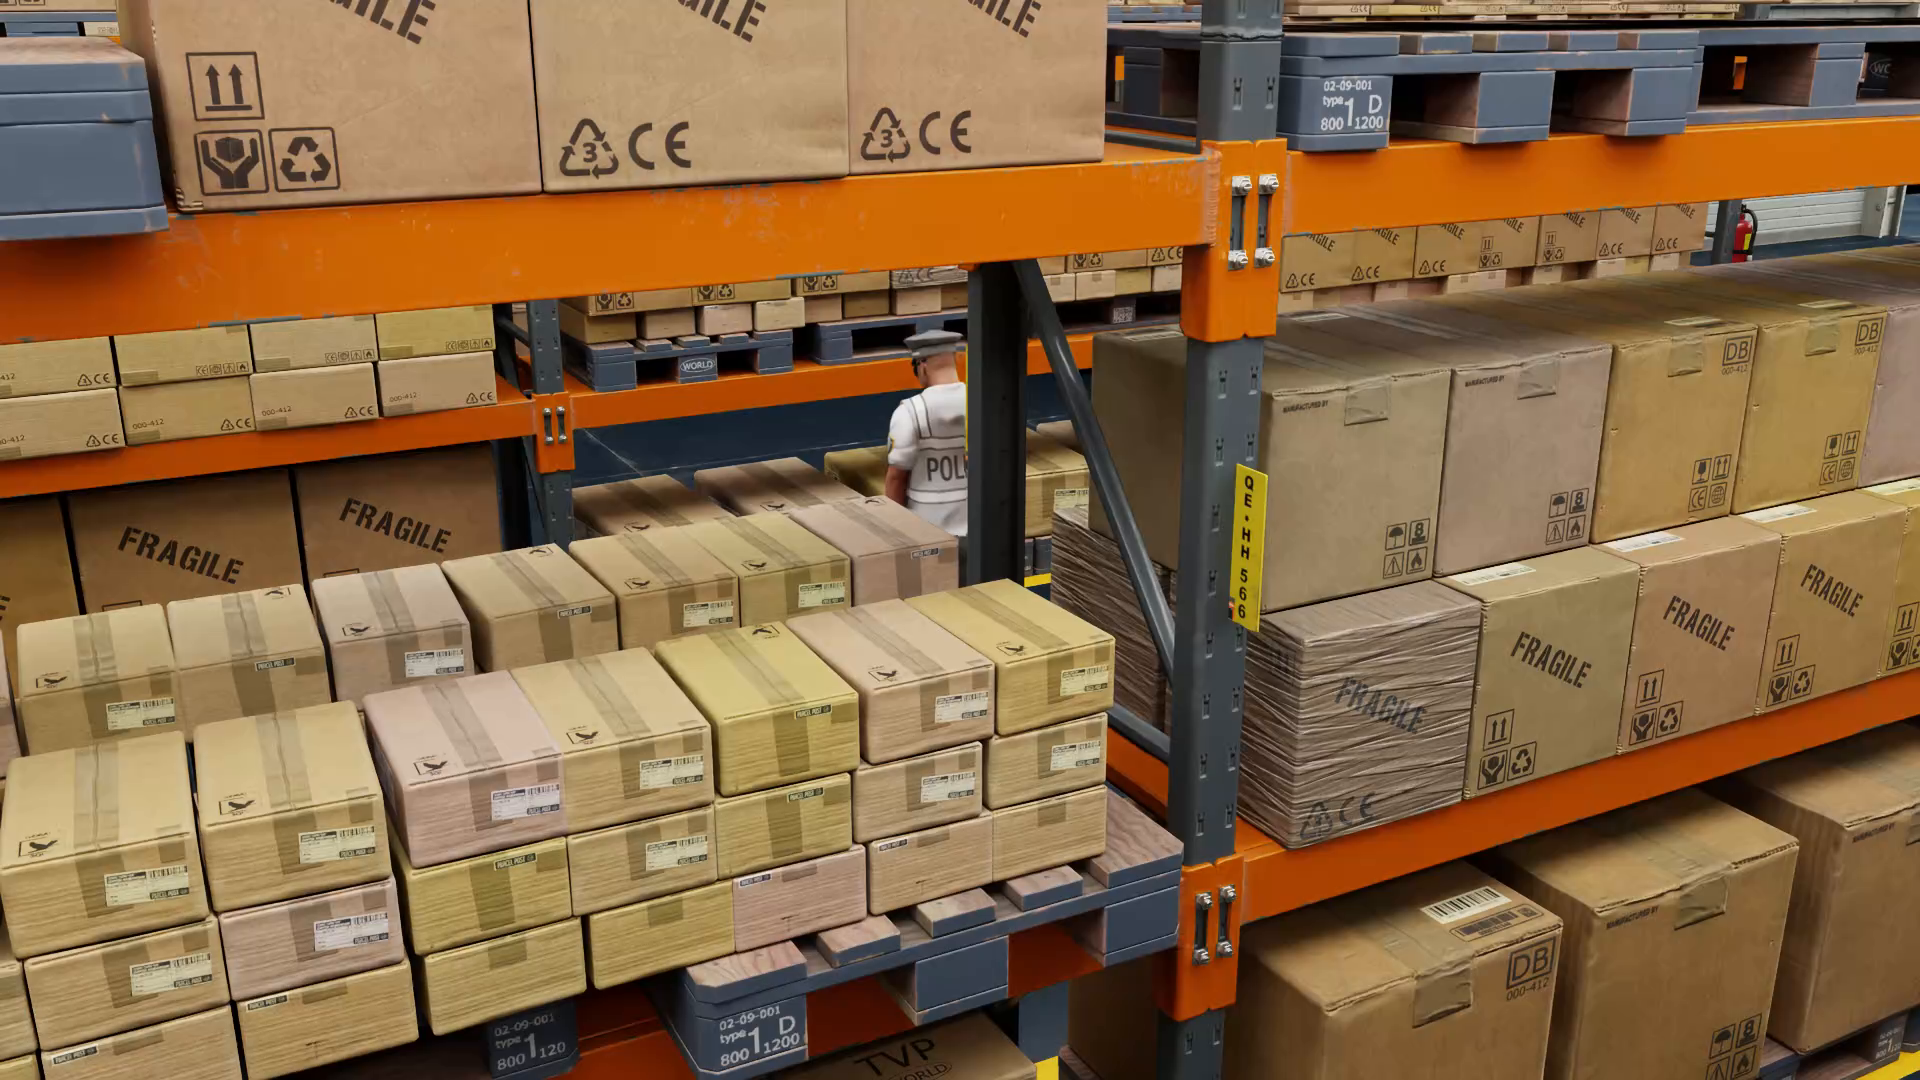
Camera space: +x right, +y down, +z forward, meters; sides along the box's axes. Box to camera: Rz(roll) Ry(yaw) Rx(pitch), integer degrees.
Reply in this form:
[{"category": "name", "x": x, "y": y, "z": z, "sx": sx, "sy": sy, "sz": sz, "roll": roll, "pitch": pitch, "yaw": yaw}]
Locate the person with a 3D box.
[{"category": "person", "x": -0.076, "y": -0.043, "z": 7.229, "sx": 0.538, "sy": 1.733, "sz": 0.393, "roll": -9, "pitch": 20, "yaw": -26}]
